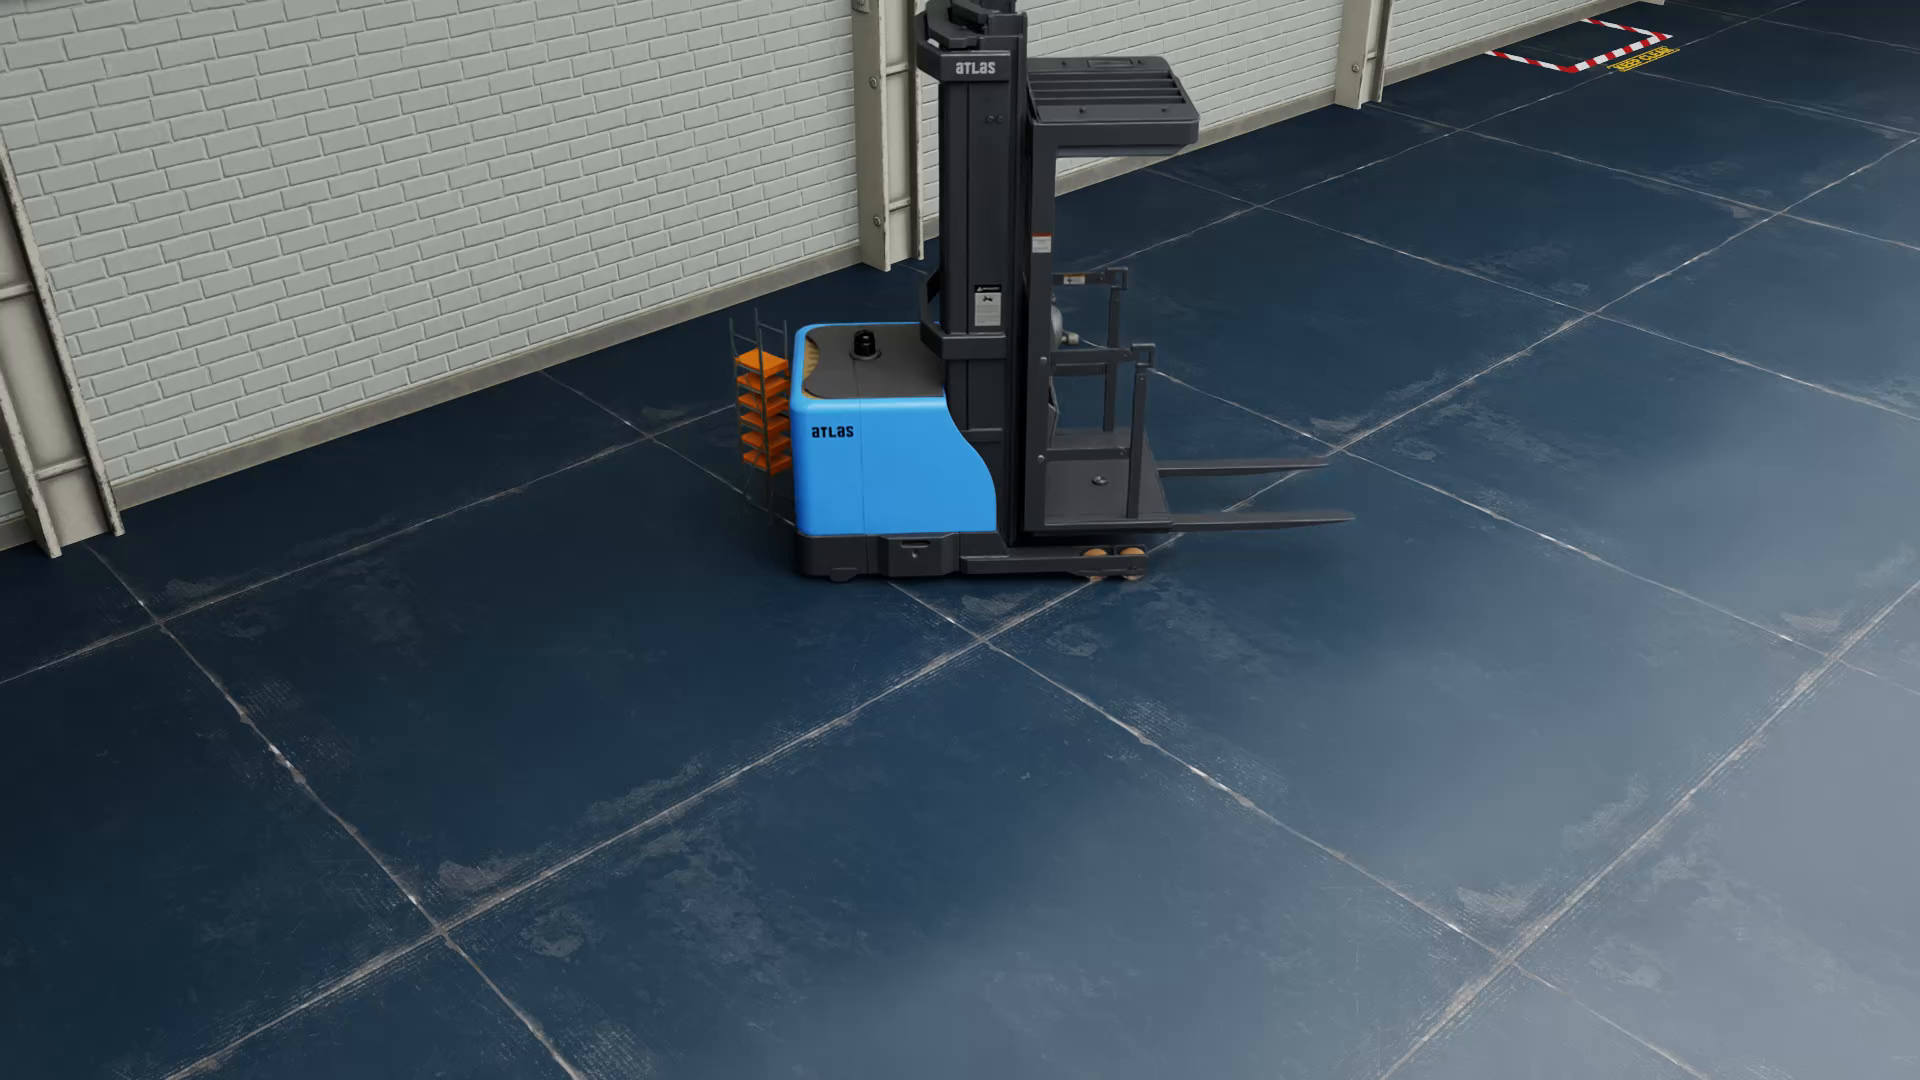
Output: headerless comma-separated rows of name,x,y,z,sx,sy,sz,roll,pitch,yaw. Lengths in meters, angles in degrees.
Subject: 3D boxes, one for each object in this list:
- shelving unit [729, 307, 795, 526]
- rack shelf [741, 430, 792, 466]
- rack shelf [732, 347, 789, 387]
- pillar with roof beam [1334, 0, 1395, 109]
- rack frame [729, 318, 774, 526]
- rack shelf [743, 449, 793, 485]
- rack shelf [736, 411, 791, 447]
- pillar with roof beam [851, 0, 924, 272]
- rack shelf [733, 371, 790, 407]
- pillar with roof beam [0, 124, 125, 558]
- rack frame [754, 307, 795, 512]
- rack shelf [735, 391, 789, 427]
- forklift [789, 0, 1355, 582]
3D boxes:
shelving unit,-1.084,-0.671,9.197,0.258,1.200,0.189,24,39,34
rack shelf,-1.084,-0.530,9.282,0.258,0.103,0.180,24,39,34
rack shelf,-1.084,-0.940,9.032,0.258,0.103,0.180,24,39,34
pillar with roof beam,6.803,-6.476,11.215,0.400,9.000,9.100,-26,40,-35
rack frame,-1.143,-0.634,9.137,0.240,1.200,0.006,24,39,34
rack shelf,-1.084,-0.428,9.345,0.258,0.103,0.180,24,39,34
rack shelf,-1.084,-0.633,9.220,0.258,0.103,0.180,24,39,34
pillar with roof beam,2.403,-4.348,7.734,0.400,9.000,9.100,-26,40,-35
rack shelf,-1.084,-0.838,9.095,0.258,0.103,0.180,24,39,34
pillar with roof beam,-1.996,-2.220,4.254,0.400,9.000,9.100,-26,40,-35
rack frame,-1.024,-0.707,9.256,0.240,1.200,0.006,24,39,34
rack shelf,-1.084,-0.735,9.157,0.258,0.103,0.180,24,39,34
forklift,0.616,-1.311,8.584,3.031,2.935,1.130,-1,31,-2
